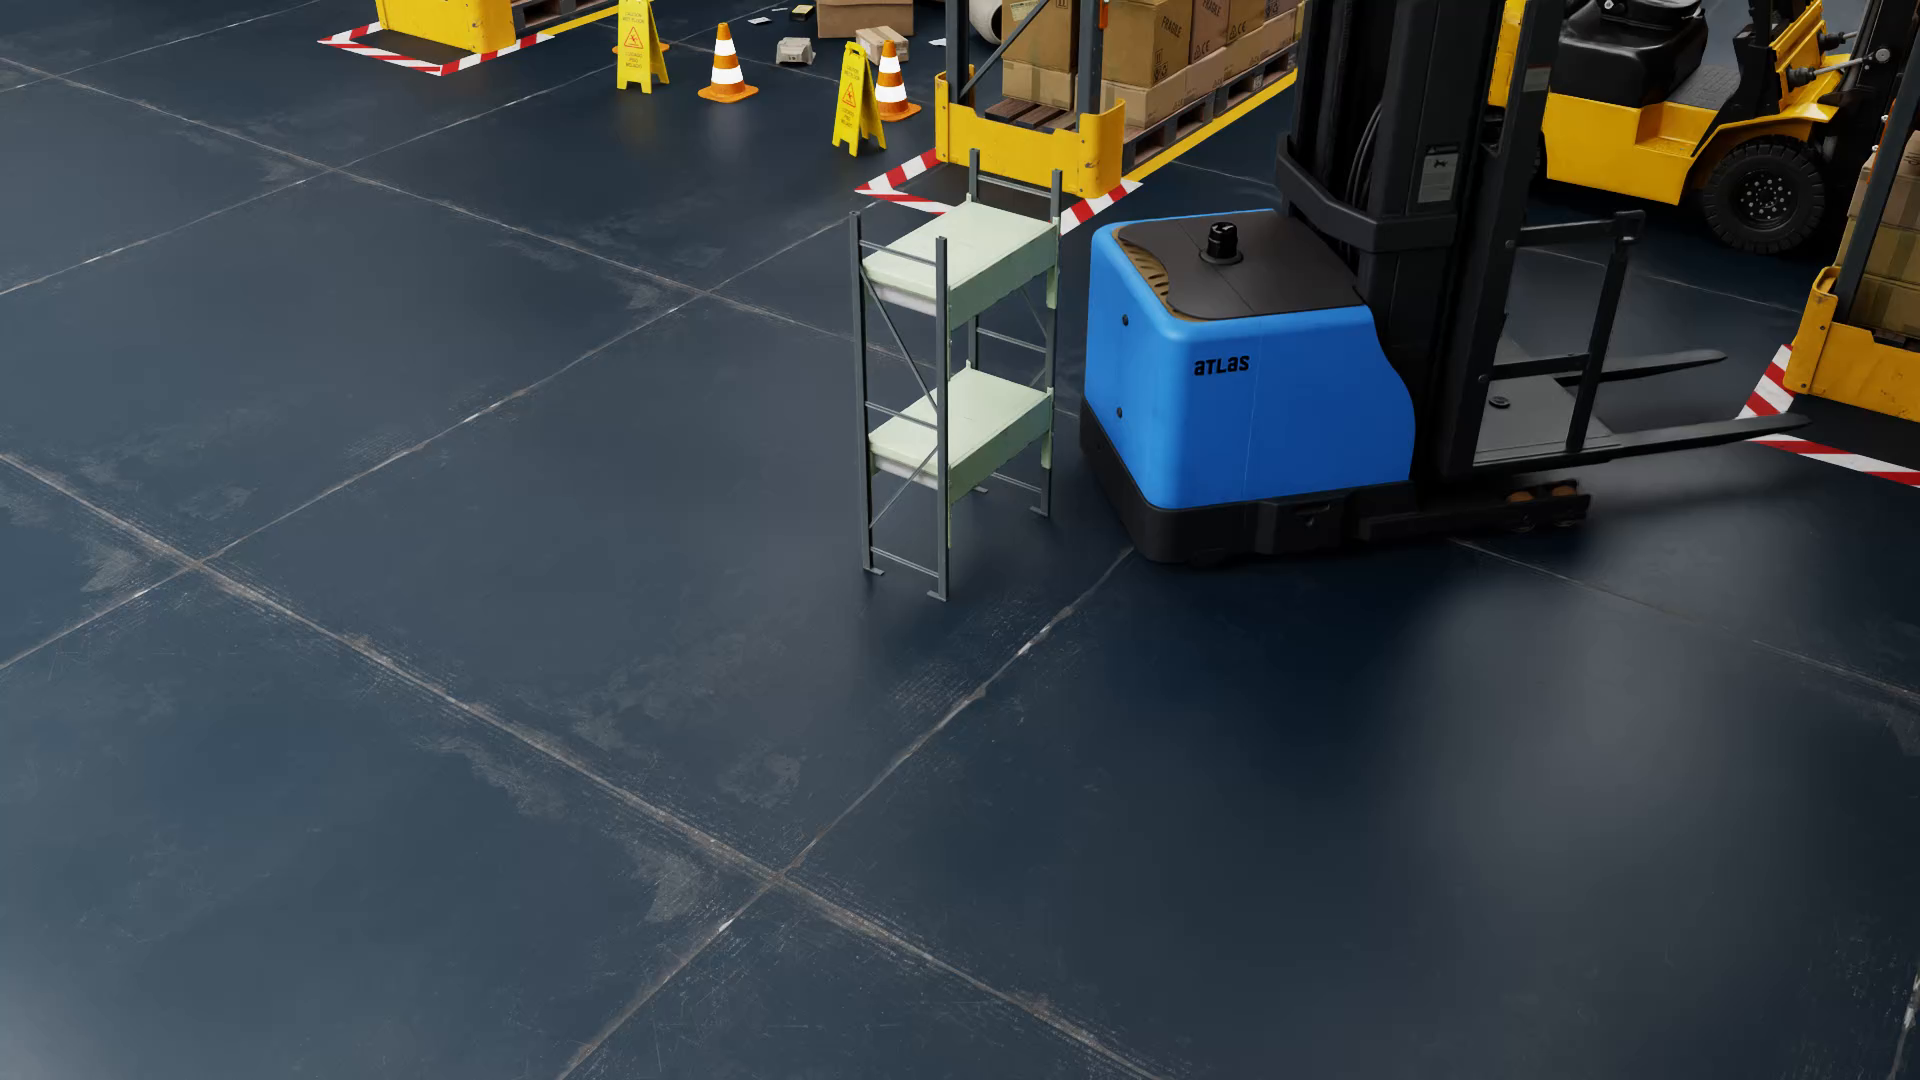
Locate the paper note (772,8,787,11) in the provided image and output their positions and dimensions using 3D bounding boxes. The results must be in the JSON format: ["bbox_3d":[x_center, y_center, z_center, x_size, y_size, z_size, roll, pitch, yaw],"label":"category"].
[{"bbox_3d":[-1.384,-4.072,12.763,0.123,0.001,0.032,-15,37,-21],"label":"paper note"}]

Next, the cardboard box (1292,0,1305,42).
[{"bbox_3d":[2.229,-3.716,11.647,0.500,0.250,0.500,20,39,27],"label":"cardboard box"}]

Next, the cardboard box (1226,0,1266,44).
[{"bbox_3d":[1.647,-3.556,10.741,0.500,0.500,0.500,22,40,29],"label":"cardboard box"}]

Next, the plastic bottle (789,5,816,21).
[{"bbox_3d":[-1.189,-4.013,12.630,0.133,0.061,0.283,8,35,12],"label":"plastic bottle"}]

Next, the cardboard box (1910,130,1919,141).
[{"bbox_3d":[4.732,-1.860,8.010,0.500,0.250,0.500,22,40,29],"label":"cardboard box"}]

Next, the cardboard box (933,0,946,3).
[{"bbox_3d":[-0.192,-4.518,12.861,0.797,0.637,0.503,21,39,28],"label":"cardboard box"}]

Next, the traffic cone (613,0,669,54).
[{"bbox_3d":[-2.295,-3.721,11.839,0.336,0.463,0.334,21,39,28],"label":"traffic cone"}]

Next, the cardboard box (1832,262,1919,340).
[{"bbox_3d":[4.448,-1.215,7.948,0.500,0.250,0.500,22,40,28],"label":"cardboard box"}]

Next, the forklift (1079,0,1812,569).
[{"bbox_3d":[2.091,-1.526,6.390,3.031,2.935,1.130,-7,35,-11],"label":"forklift"}]

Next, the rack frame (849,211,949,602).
[{"bbox_3d":[-0.212,-0.450,6.076,0.400,1.500,0.023,21,39,28],"label":"rack frame"}]

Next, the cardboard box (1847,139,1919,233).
[{"bbox_3d":[4.446,-1.623,7.660,0.500,0.250,0.500,23,40,30],"label":"cardboard box"}]

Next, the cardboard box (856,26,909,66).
[{"bbox_3d":[-0.553,-3.513,11.813,0.250,0.149,0.380,-15,37,-21],"label":"cardboard box"}]

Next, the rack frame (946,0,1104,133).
[{"bbox_3d":[0.360,-3.446,9.168,1.000,3.000,0.127,21,39,28],"label":"rack frame"}]

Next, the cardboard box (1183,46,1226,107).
[{"bbox_3d":[1.344,-2.997,10.583,0.500,0.250,0.500,23,40,30],"label":"cardboard box"}]

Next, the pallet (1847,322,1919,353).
[{"bbox_3d":[4.841,-1.073,8.148,1.003,0.211,1.213,21,39,28],"label":"pallet"}]

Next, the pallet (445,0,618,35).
[{"bbox_3d":[-3.373,-4.219,12.800,1.003,0.211,1.213,21,39,28],"label":"pallet"}]

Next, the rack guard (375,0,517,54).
[{"bbox_3d":[-3.778,-3.934,12.122,1.175,0.500,0.348,21,39,28],"label":"rack guard"}]

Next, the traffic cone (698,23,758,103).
[{"bbox_3d":[-1.561,-3.203,11.074,0.336,0.463,0.334,21,39,28],"label":"traffic cone"}]

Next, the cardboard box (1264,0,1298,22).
[{"bbox_3d":[1.945,-3.805,11.109,0.500,0.500,0.500,24,41,31],"label":"cardboard box"}]

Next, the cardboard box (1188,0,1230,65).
[{"bbox_3d":[1.354,-3.328,10.404,0.500,0.500,0.500,20,39,27],"label":"cardboard box"}]

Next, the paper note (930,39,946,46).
[{"bbox_3d":[-0.129,-3.625,12.094,0.142,0.019,0.148,-22,40,-29],"label":"paper note"}]

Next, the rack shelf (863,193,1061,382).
[{"bbox_3d":[-0.004,-0.941,6.107,0.431,0.370,0.720,21,39,28],"label":"rack shelf"}]

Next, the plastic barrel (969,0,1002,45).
[{"bbox_3d":[0.294,-3.813,12.011,0.421,0.421,0.512,-9,35,-13],"label":"plastic barrel"}]

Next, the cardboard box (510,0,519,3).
[{"bbox_3d":[-3.432,-4.608,12.408,0.875,0.875,0.875,21,40,28],"label":"cardboard box"}]

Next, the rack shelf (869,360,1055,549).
[{"bbox_3d":[-0.004,-0.348,6.508,0.431,0.370,0.720,21,39,28],"label":"rack shelf"}]

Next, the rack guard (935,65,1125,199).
[{"bbox_3d":[0.403,-2.446,9.920,1.175,0.500,0.348,21,39,28],"label":"rack guard"}]

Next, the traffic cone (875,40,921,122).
[{"bbox_3d":[-0.455,-3.005,10.781,0.336,0.463,0.334,21,39,28],"label":"traffic cone"}]

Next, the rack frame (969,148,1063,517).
[{"bbox_3d":[0.205,-0.787,6.574,0.400,1.500,0.023,21,39,28],"label":"rack frame"}]

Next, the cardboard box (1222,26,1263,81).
[{"bbox_3d":[1.645,-3.252,10.960,0.500,0.250,0.500,24,41,31],"label":"cardboard box"}]

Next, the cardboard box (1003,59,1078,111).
[{"bbox_3d":[0.613,-2.950,10.515,0.500,0.250,0.500,21,39,28],"label":"cardboard box"}]

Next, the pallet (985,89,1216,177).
[{"bbox_3d":[0.895,-2.689,10.537,1.003,0.211,1.213,21,39,28],"label":"pallet"}]

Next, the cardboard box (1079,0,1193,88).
[{"bbox_3d":[1.060,-3.086,10.046,0.500,0.500,0.500,20,39,27],"label":"cardboard box"}]

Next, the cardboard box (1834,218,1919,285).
[{"bbox_3d":[4.460,-1.428,7.818,0.500,0.250,0.500,21,39,28],"label":"cardboard box"}]

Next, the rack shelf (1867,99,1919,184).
[{"bbox_3d":[5.580,-2.485,8.389,1.077,0.370,4.000,21,39,28],"label":"rack shelf"}]

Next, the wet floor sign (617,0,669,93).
[{"bbox_3d":[-2.154,-3.360,11.142,0.267,0.644,0.232,14,37,20],"label":"wet floor sign"}]

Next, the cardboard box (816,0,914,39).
[{"bbox_3d":[-0.719,-4.029,12.259,0.797,0.503,0.637,-3,34,-4],"label":"cardboard box"}]

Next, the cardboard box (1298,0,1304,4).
[{"bbox_3d":[2.235,-4.040,11.457,0.500,0.500,0.500,22,40,29],"label":"cardboard box"}]

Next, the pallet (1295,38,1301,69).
[{"bbox_3d":[2.286,-3.812,12.198,1.003,0.211,1.213,21,39,28],"label":"pallet"}]

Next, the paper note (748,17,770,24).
[{"bbox_3d":[-1.499,-3.910,12.507,0.142,0.017,0.144,-22,40,-29],"label":"paper note"}]

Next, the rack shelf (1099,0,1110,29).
[{"bbox_3d":[1.500,-4.069,10.731,1.077,0.370,4.000,21,39,28],"label":"rack shelf"}]

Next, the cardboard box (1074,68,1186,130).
[{"bbox_3d":[1.047,-2.764,10.239,0.500,0.250,0.500,21,39,28],"label":"cardboard box"}]

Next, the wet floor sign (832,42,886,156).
[{"bbox_3d":[-0.628,-2.725,10.204,0.232,0.644,0.267,-22,40,-29],"label":"wet floor sign"}]

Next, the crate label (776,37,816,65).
[{"bbox_3d":[-1.163,-3.450,11.729,0.250,0.136,0.298,3,34,4],"label":"crate label"}]

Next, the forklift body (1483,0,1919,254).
[{"bbox_3d":[4.022,-2.966,9.216,2.313,2.155,1.214,21,39,28],"label":"forklift body"}]

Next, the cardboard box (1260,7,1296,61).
[{"bbox_3d":[1.935,-3.483,11.303,0.500,0.250,0.500,22,40,29],"label":"cardboard box"}]

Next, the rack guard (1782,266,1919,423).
[{"bbox_3d":[4.426,-0.816,7.510,1.175,0.500,0.348,21,39,28],"label":"rack guard"}]

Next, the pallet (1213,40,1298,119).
[{"bbox_3d":[1.591,-3.248,11.364,1.003,0.211,1.213,21,39,28],"label":"pallet"}]

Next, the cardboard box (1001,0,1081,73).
[{"bbox_3d":[0.602,-3.244,10.279,0.500,0.500,0.500,22,40,28],"label":"cardboard box"}]

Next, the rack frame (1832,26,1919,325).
[{"bbox_3d":[4.440,-1.863,6.827,1.000,3.000,0.127,21,39,28],"label":"rack frame"}]

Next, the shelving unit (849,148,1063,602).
[{"bbox_3d":[-0.004,-0.618,6.325,0.431,1.500,0.755,21,39,28],"label":"shelving unit"}]
